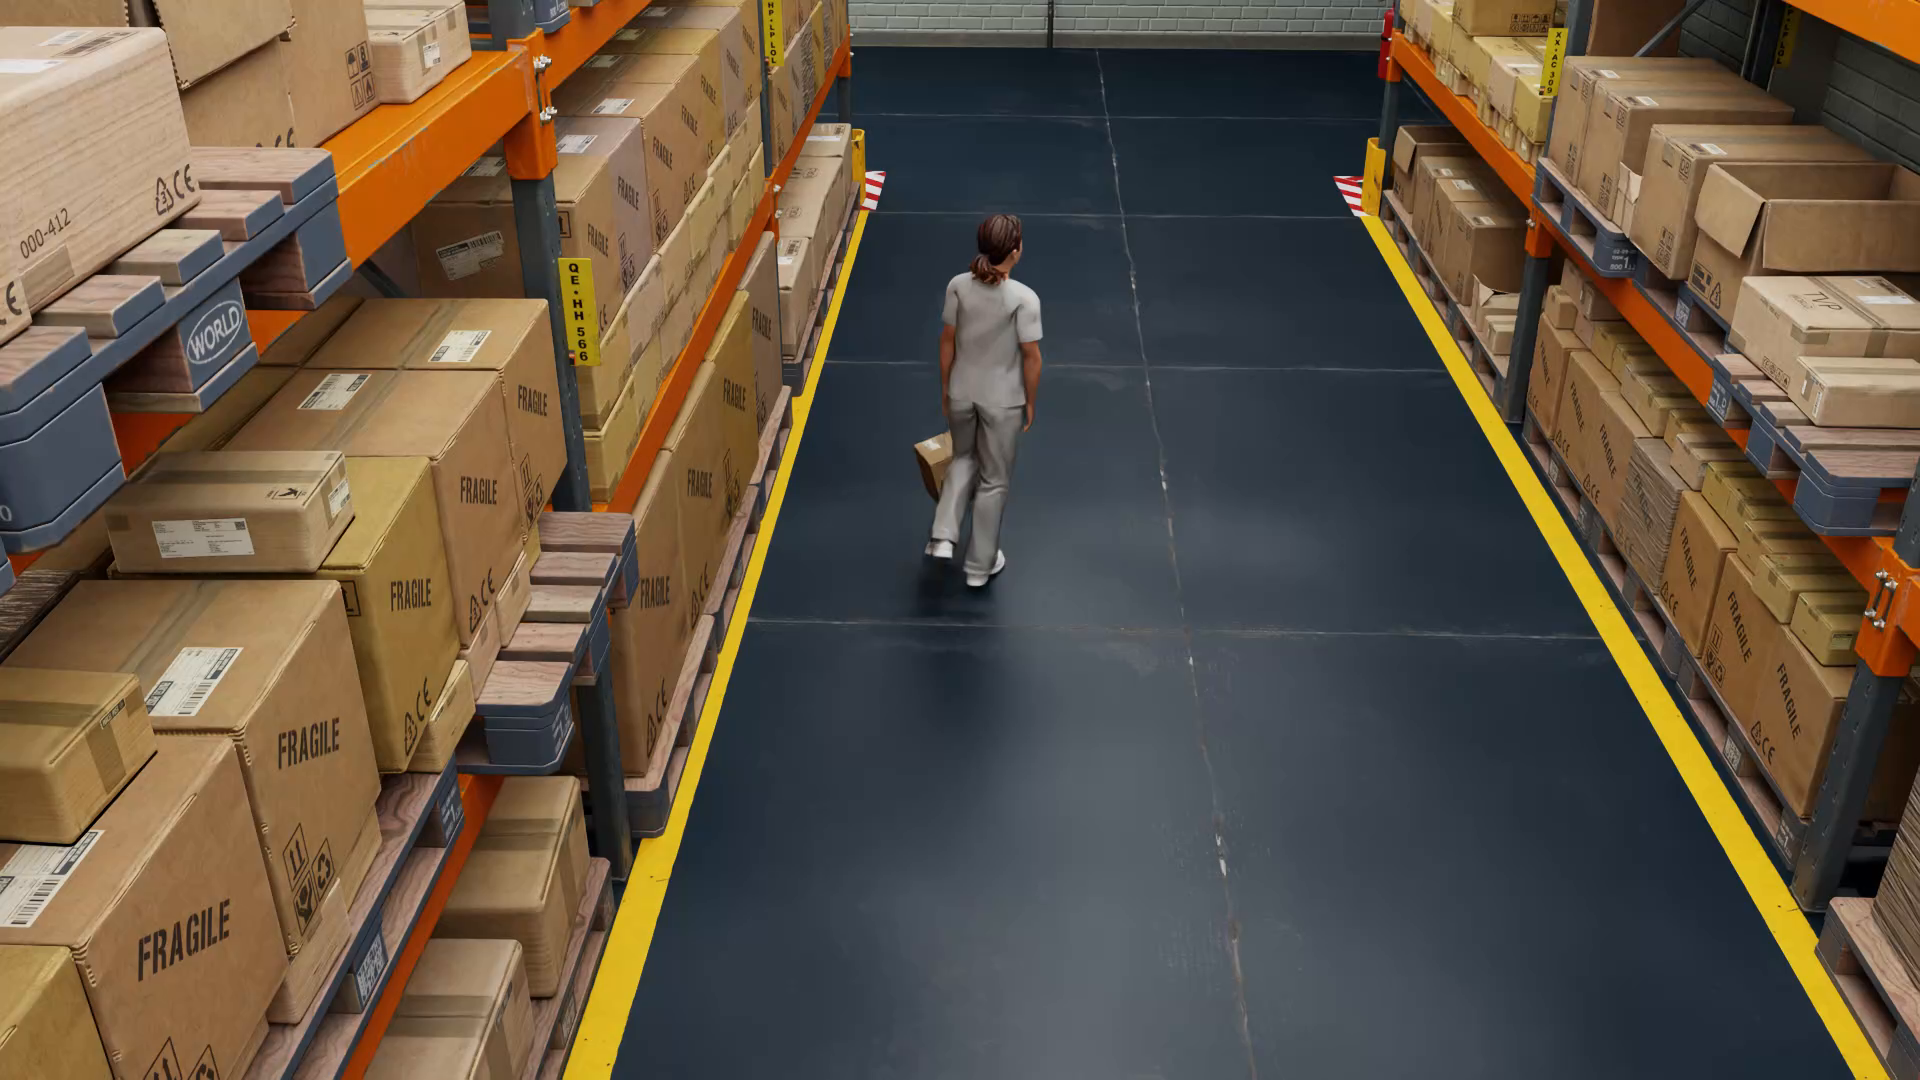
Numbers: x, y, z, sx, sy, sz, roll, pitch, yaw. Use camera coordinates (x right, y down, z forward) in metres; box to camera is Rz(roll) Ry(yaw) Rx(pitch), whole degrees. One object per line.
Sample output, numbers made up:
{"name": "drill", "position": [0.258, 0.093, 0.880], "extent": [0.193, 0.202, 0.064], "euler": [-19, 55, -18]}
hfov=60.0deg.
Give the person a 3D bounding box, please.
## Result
{"name": "person", "position": [0.091, -0.569, 7.183], "extent": [0.503, 1.669, 0.483], "euler": [13, 31, 23]}
